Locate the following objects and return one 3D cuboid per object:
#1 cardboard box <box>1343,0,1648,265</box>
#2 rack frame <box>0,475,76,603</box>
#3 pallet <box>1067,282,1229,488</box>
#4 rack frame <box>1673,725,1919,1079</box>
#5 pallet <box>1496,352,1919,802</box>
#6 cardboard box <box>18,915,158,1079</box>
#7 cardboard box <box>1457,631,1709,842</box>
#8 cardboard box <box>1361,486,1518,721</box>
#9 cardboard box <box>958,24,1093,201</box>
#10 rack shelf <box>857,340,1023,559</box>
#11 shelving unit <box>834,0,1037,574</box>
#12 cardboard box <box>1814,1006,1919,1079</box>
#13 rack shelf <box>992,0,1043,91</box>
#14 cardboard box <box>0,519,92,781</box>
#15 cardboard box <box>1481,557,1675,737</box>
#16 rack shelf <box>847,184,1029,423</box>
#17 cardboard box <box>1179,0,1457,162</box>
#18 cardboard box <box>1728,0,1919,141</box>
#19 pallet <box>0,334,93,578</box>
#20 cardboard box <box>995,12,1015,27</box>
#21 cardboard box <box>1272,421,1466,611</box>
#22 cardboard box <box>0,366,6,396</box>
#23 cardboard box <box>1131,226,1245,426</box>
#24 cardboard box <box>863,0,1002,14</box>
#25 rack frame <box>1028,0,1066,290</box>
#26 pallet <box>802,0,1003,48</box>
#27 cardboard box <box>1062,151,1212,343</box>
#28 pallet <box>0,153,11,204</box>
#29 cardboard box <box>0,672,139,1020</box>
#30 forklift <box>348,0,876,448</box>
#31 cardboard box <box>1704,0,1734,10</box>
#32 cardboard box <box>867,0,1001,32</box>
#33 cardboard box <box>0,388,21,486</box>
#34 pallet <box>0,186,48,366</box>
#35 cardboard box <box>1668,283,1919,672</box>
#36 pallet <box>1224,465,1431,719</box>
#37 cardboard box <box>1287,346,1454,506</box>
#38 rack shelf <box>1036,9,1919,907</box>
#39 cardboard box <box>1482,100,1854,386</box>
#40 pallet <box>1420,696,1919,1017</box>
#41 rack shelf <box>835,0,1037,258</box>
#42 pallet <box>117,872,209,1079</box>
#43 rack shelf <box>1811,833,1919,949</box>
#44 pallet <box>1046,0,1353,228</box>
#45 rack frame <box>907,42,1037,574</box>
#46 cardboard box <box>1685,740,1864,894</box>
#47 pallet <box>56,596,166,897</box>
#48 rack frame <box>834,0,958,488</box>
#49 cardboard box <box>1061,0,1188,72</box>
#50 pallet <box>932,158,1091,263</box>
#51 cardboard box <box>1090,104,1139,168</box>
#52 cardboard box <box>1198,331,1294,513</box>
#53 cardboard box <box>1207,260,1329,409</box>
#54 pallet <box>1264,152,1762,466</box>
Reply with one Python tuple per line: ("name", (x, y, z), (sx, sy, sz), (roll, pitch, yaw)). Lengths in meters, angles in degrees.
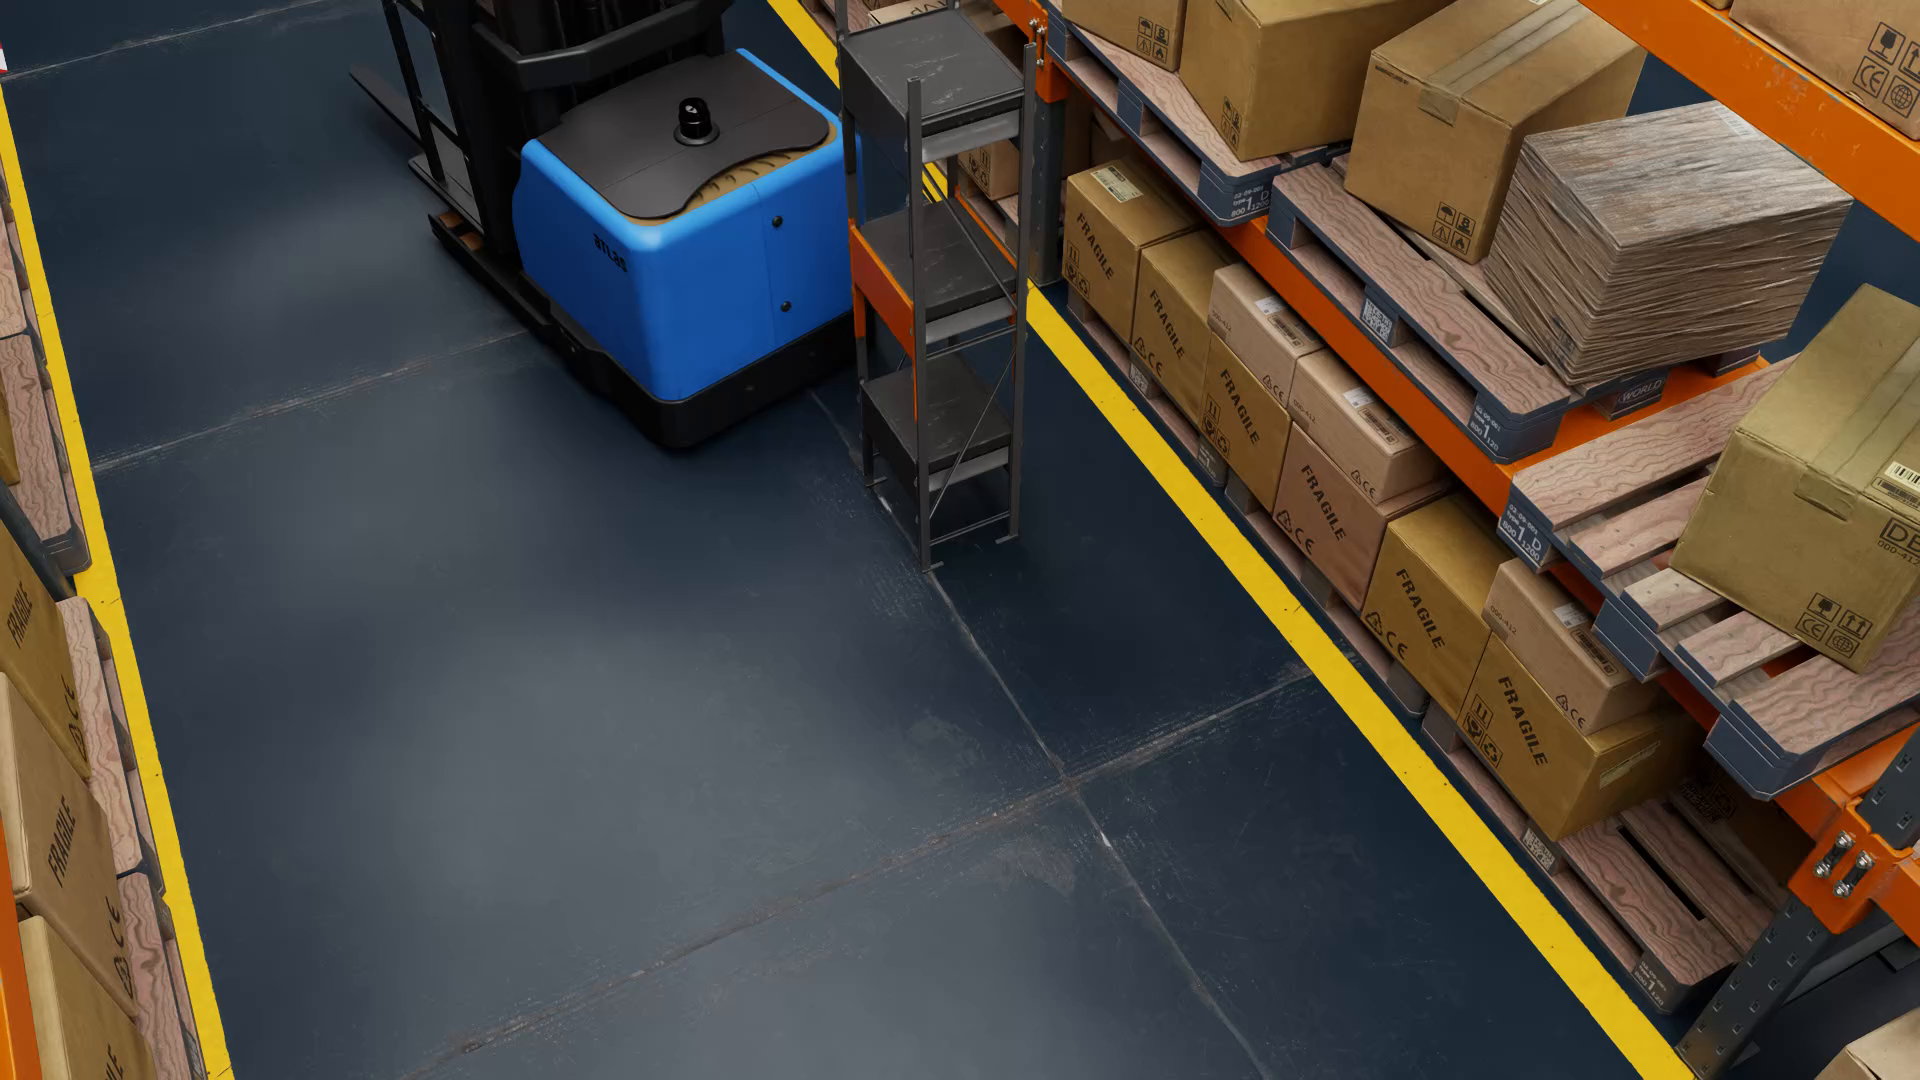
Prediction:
("cardboard box", (1.619, -1.295, 5.044), (0.700, 0.500, 0.500), (-34, 57, -26))
("rack frame", (-3.647, -0.576, 4.761), (1.000, 3.000, 0.127), (-21, 52, -18))
("pallet", (1.162, -0.836, 6.841), (1.003, 0.211, 1.213), (-21, 52, -18))
("rack frame", (2.586, 0.392, 3.914), (1.000, 3.000, 0.127), (-21, 52, -18))
("pallet", (2.214, 0.026, 4.362), (1.213, 0.211, 1.003), (-21, 52, -18))
("cardboard box", (-2.432, 1.544, 4.056), (0.750, 0.750, 0.750), (-21, 52, -18))
("cardboard box", (1.949, 0.525, 5.166), (0.500, 0.500, 0.500), (-19, 52, -16))
("cardboard box", (1.713, 0.179, 5.469), (0.500, 0.500, 0.500), (-23, 53, -19))
("cardboard box", (0.243, -1.891, 7.279), (0.500, 0.500, 0.500), (-21, 52, -18))
("rack shelf", (-0.076, -0.332, 6.094), (0.431, 0.518, 0.480), (-21, 52, -18))
("shelving unit", (-0.076, -0.802, 5.557), (0.431, 2.100, 0.503), (-21, 52, -18))
("cardboard box", (2.565, 1.426, 4.185), (0.500, 0.311, 0.500), (-20, 52, -16))
("rack shelf", (-0.160, -3.387, 7.697), (1.077, 0.370, 4.000), (-21, 52, -18))
("cardboard box", (-3.234, 0.383, 5.071), (0.750, 0.750, 0.750), (-21, 52, -17))
("cardboard box", (1.920, 0.242, 4.916), (0.500, 0.250, 0.500), (-19, 52, -16))
("rack shelf", (-0.076, -0.793, 5.567), (0.431, 0.518, 0.480), (-21, 52, -18))
("cardboard box", (1.145, -1.624, 5.332), (0.700, 0.500, 0.500), (-14, 50, -12))
("cardboard box", (2.123, -1.250, 3.291), (0.910, 0.500, 0.500), (-21, 52, -18))
("pallet", (-3.926, -0.194, 6.280), (1.003, 0.211, 1.213), (-21, 52, -18))
("cardboard box", (0.351, -2.428, 7.971), (0.380, 0.166, 0.250), (-21, 52, -18))
("cardboard box", (1.467, -0.171, 5.775), (0.500, 0.500, 0.500), (-23, 53, -19))
("cardboard box", (-4.125, -0.765, 6.308), (0.700, 0.500, 0.500), (-22, 52, -18))
("cardboard box", (1.014, -0.846, 6.366), (0.500, 0.500, 0.500), (-20, 52, -17))
("cardboard box", (-0.109, -2.864, 8.128), (0.797, 0.503, 0.637), (-21, 52, -18))
("rack frame", (0.756, -2.285, 6.256), (1.000, 3.000, 0.127), (-21, 52, -18))
("pallet", (-0.120, -2.645, 8.423), (1.003, 0.211, 1.213), (-21, 52, -18))
("cardboard box", (0.760, -1.199, 6.675), (0.500, 0.500, 0.500), (-23, 53, -19))
("pallet", (-5.042, -1.827, 7.708), (1.003, 0.211, 1.213), (-21, 52, -18))
("cardboard box", (-2.825, 0.977, 4.552), (0.750, 0.750, 0.750), (-20, 52, -16))
("forklift", (-1.684, -2.367, 6.373), (1.130, 2.935, 3.031), (-33, 56, -25))
("cardboard box", (1.885, -1.598, 3.596), (0.910, 0.500, 0.500), (-21, 52, -18))
("cardboard box", (-0.100, -2.330, 7.789), (0.500, 0.311, 0.500), (-21, 52, -18))
("cardboard box", (-3.898, -0.427, 6.013), (0.700, 0.500, 0.500), (-21, 52, -17))
("pallet", (-4.488, -1.012, 6.995), (1.003, 0.211, 1.213), (-21, 52, -18))
("cardboard box", (2.198, -0.162, 4.053), (0.500, 0.500, 0.700), (35, 58, 27))
("pallet", (1.724, -0.018, 6.126), (1.003, 0.211, 1.213), (-21, 52, -18))
("cardboard box", (1.448, -0.441, 5.513), (0.500, 0.250, 0.500), (-22, 52, -18))
("rack shelf", (1.671, -0.710, 5.356), (1.077, 0.370, 4.000), (-21, 52, -18))
("cardboard box", (1.949, -0.840, 4.646), (0.700, 0.500, 0.500), (-12, 50, -11))
("pallet", (2.278, 0.797, 5.412), (1.003, 0.211, 1.213), (-21, 52, -18))
("rack shelf", (-0.076, -1.254, 5.040), (0.431, 0.518, 0.480), (-21, 52, -18))
("pallet", (-2.665, 1.650, 4.667), (1.003, 0.211, 1.213), (-21, 52, -18))
("rack shelf", (3.501, 1.967, 3.014), (1.077, 0.370, 4.000), (-21, 52, -18))
("pallet", (1.024, -1.649, 5.827), (1.003, 0.211, 1.213), (-21, 52, -18))
("rack frame", (0.036, -0.639, 5.414), (0.400, 2.100, 0.015), (-21, 52, -18))
("cardboard box", (2.632, 0.667, 5.042), (0.500, 0.500, 0.500), (-19, 52, -16))
("pallet", (-3.227, 0.832, 5.382), (1.003, 0.211, 1.213), (-21, 52, -18))
("rack frame", (-0.187, -0.965, 5.699), (0.400, 2.100, 0.015), (-21, 52, -18))
("cardboard box", (0.774, -2.062, 5.715), (0.500, 0.500, 0.700), (35, 58, 27))
("pallet", (0.442, -1.827, 7.708), (1.003, 0.211, 1.213), (-21, 52, -18))
("cardboard box", (0.756, -1.900, 7.413), (0.500, 0.311, 0.500), (-21, 52, -18))
("cardboard box", (1.236, -0.509, 6.071), (0.500, 0.500, 0.500), (-21, 52, -17))
("cardboard box", (1.218, -0.777, 5.807), (0.500, 0.250, 0.500), (-21, 52, -17))
("pallet", (1.692, -0.845, 5.124), (1.003, 0.211, 1.213), (-21, 52, -18))
